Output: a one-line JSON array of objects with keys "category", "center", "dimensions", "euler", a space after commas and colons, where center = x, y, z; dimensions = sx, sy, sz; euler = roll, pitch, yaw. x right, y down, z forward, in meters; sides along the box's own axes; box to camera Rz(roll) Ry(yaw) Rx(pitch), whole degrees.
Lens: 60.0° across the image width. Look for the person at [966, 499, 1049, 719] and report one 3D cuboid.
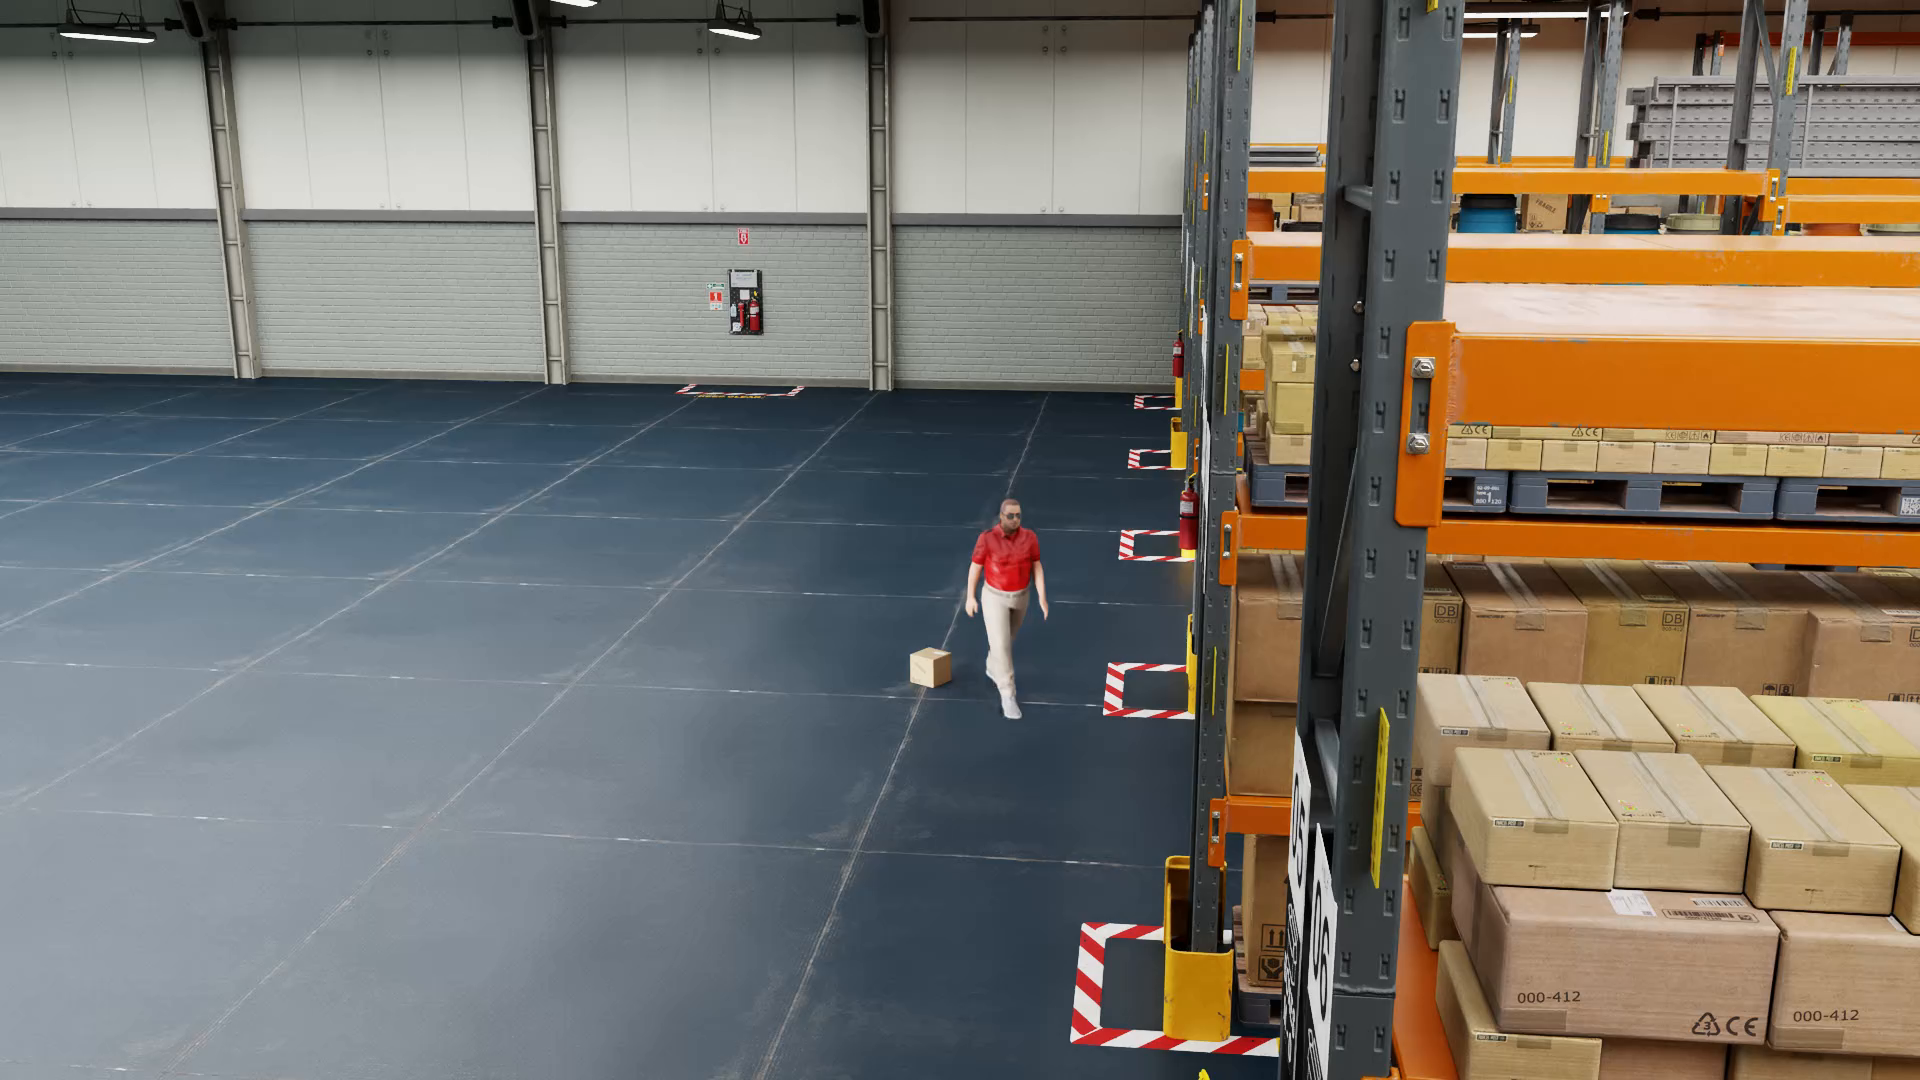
[{"category": "person", "center": [0.396, 0.493, 13.592], "dimensions": [0.575, 1.694, 0.991], "euler": [-7, 16, -26]}]
